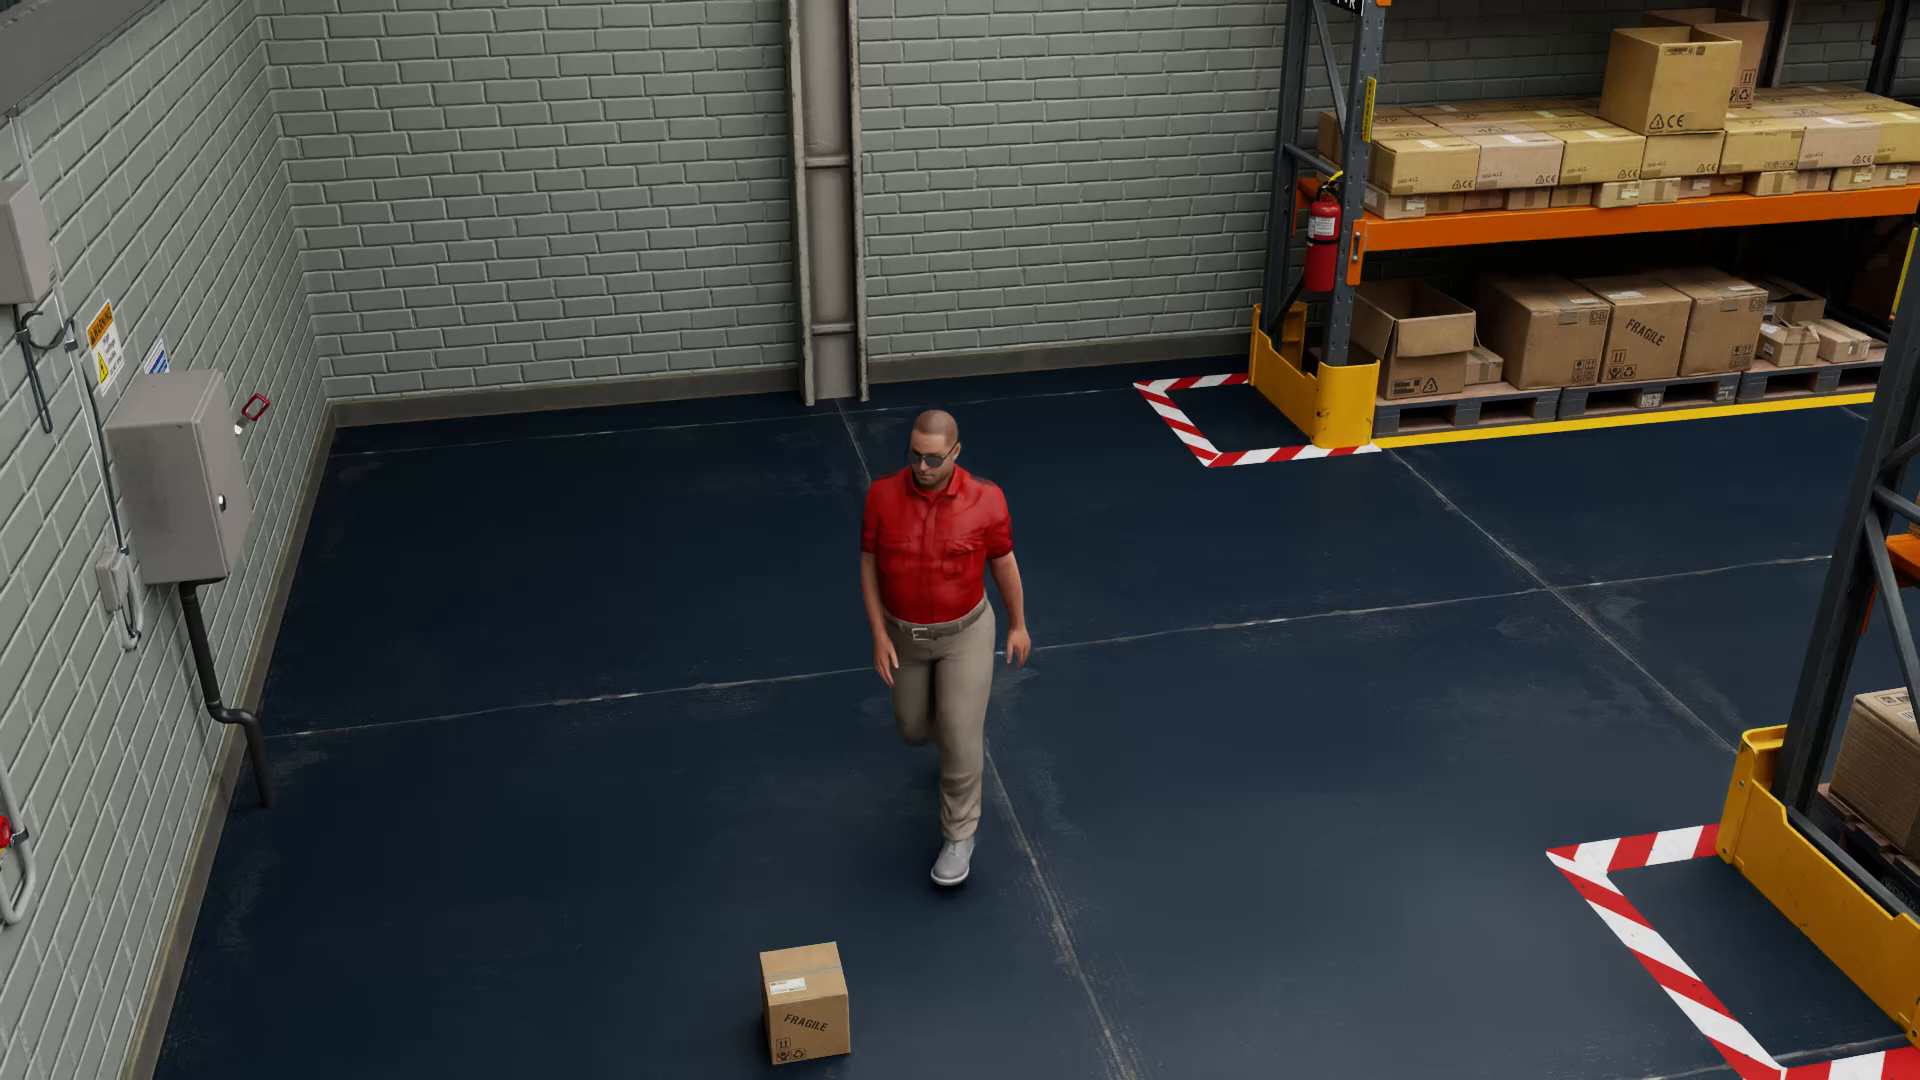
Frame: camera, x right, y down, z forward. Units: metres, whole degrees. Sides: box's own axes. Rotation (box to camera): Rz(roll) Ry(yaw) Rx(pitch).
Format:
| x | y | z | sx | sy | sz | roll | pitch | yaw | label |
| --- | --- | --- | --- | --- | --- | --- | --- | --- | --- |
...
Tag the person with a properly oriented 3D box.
| x | y | z | sx | sy | sz | roll | pitch | yaw | label |
| --- | --- | --- | --- | --- | --- | --- | --- | --- | --- |
| -0.062 | 0.364 | 6.018 | 0.589 | 1.594 | 0.855 | 7 | 27 | 13 | person |
